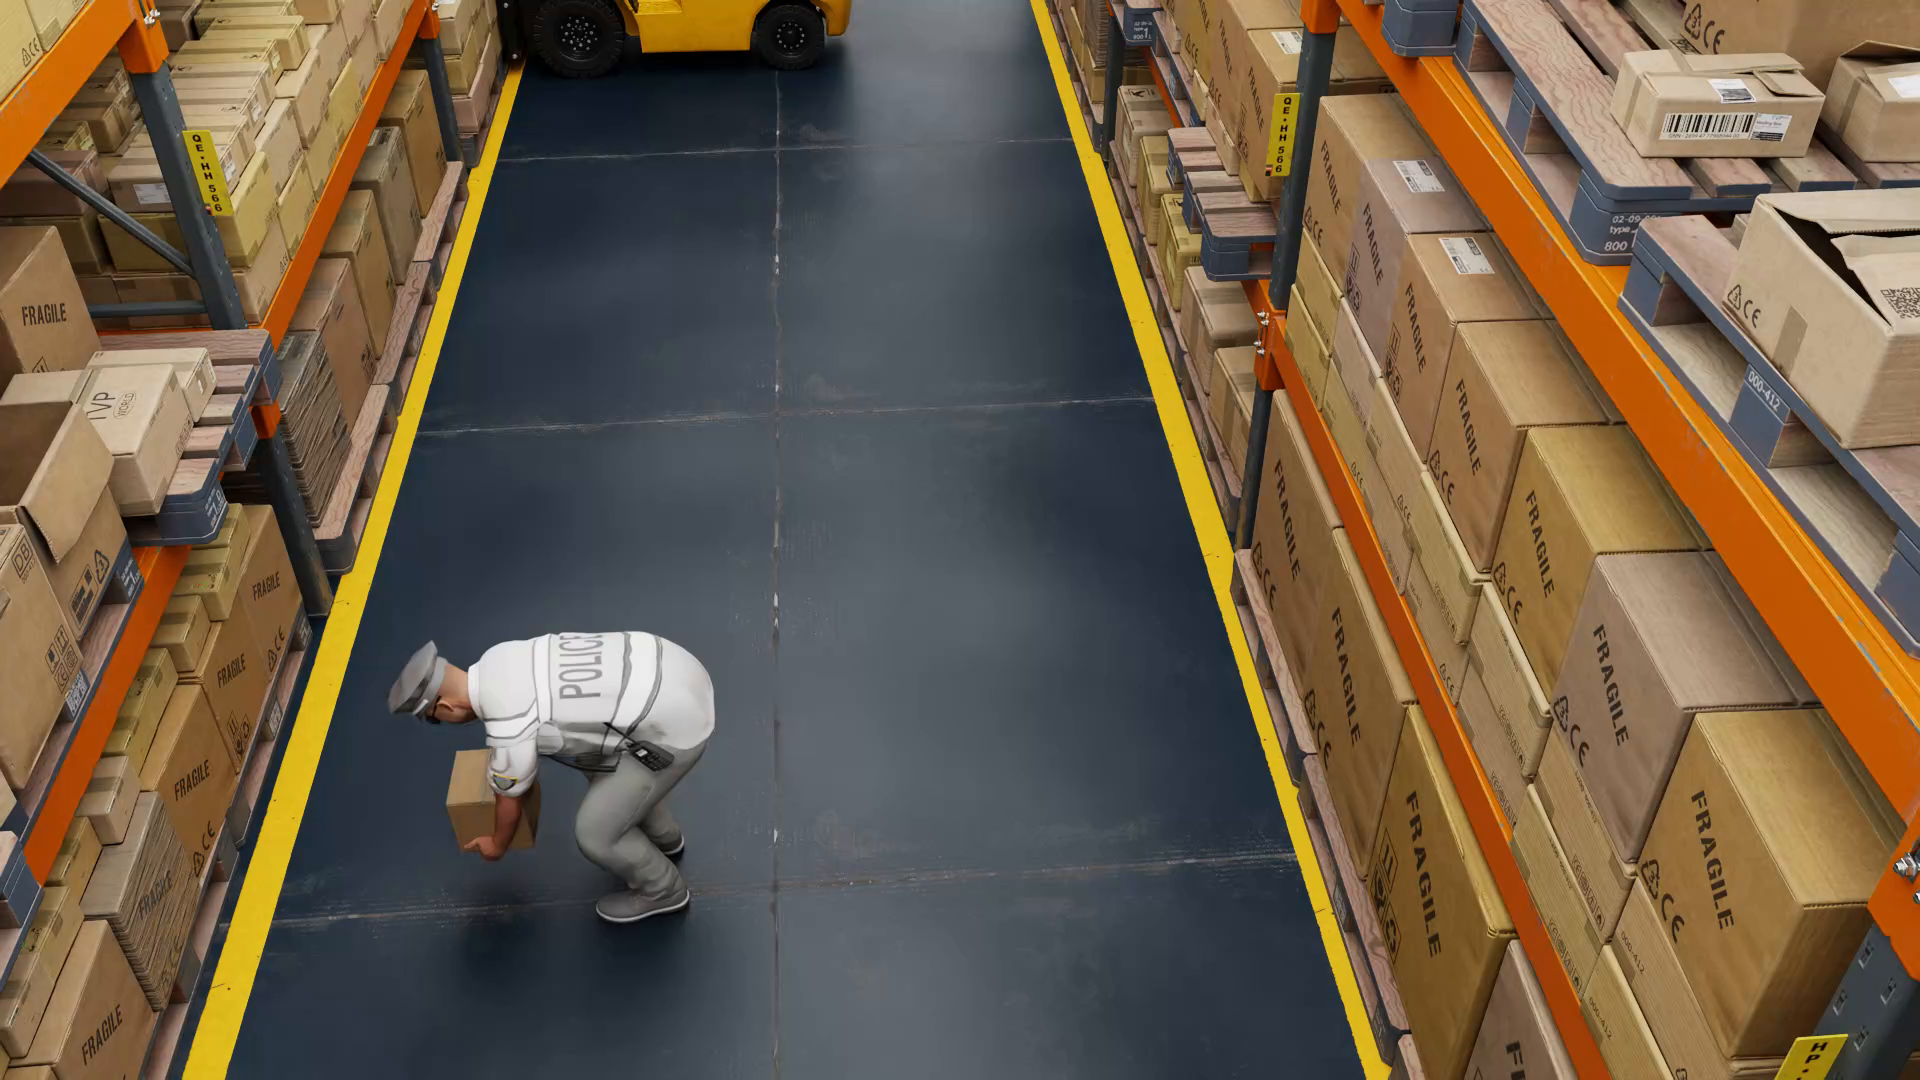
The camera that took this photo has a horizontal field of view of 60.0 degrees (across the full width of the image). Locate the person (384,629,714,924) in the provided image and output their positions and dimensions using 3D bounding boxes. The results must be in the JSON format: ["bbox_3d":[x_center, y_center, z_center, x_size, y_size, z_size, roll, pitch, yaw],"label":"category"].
[{"bbox_3d":[-1.329,0.774,5.637,1.026,1.192,0.512,-5,39,-6],"label":"person"}]
